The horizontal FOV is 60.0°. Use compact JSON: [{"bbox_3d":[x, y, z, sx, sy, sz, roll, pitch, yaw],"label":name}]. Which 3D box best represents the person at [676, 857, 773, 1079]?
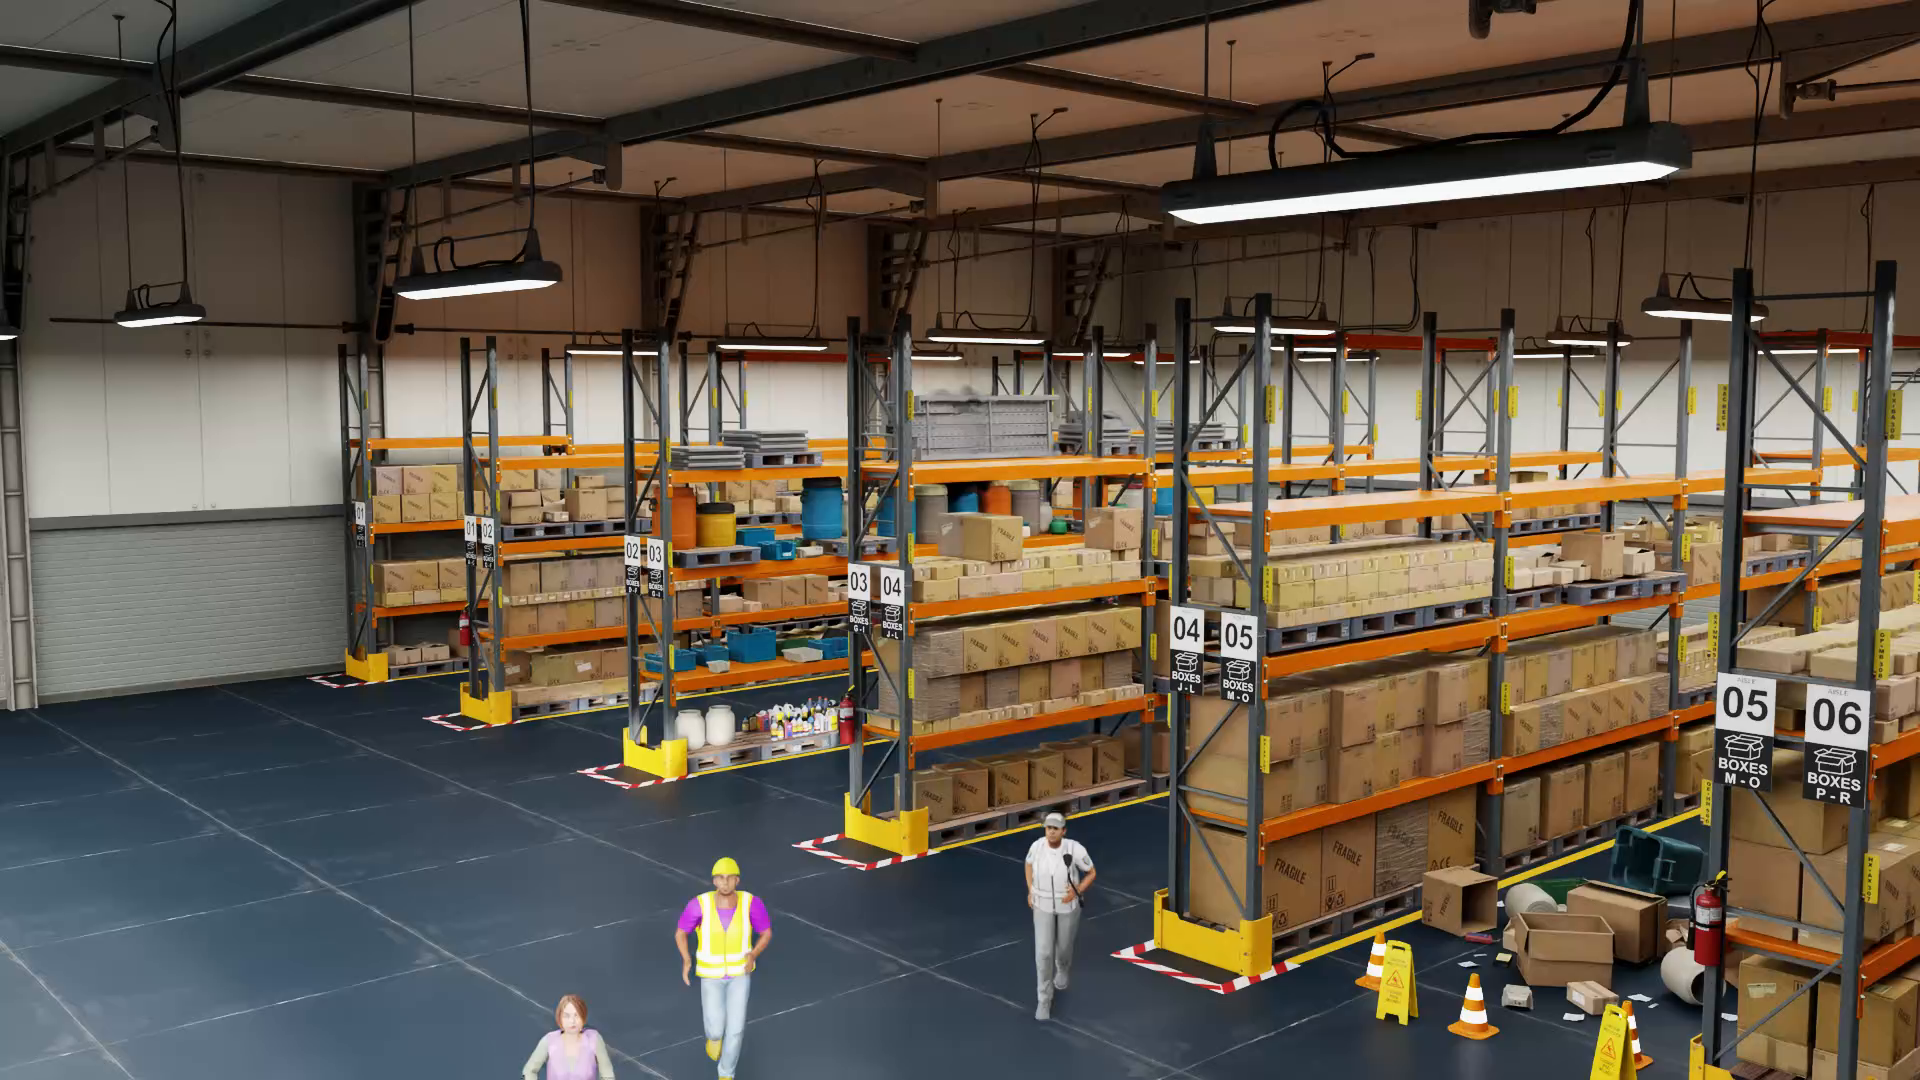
[{"bbox_3d":[-1.744,3.203,12.370,0.718,1.722,0.618,-1,5,-12],"label":"person"}]

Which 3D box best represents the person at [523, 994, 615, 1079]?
[{"bbox_3d":[-2.329,3.501,9.966,0.530,1.558,0.530,-2,5,-18],"label":"person"}]

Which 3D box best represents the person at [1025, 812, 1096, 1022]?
[{"bbox_3d":[0.837,3.085,13.952,0.617,1.659,0.803,1,5,10],"label":"person"}]
